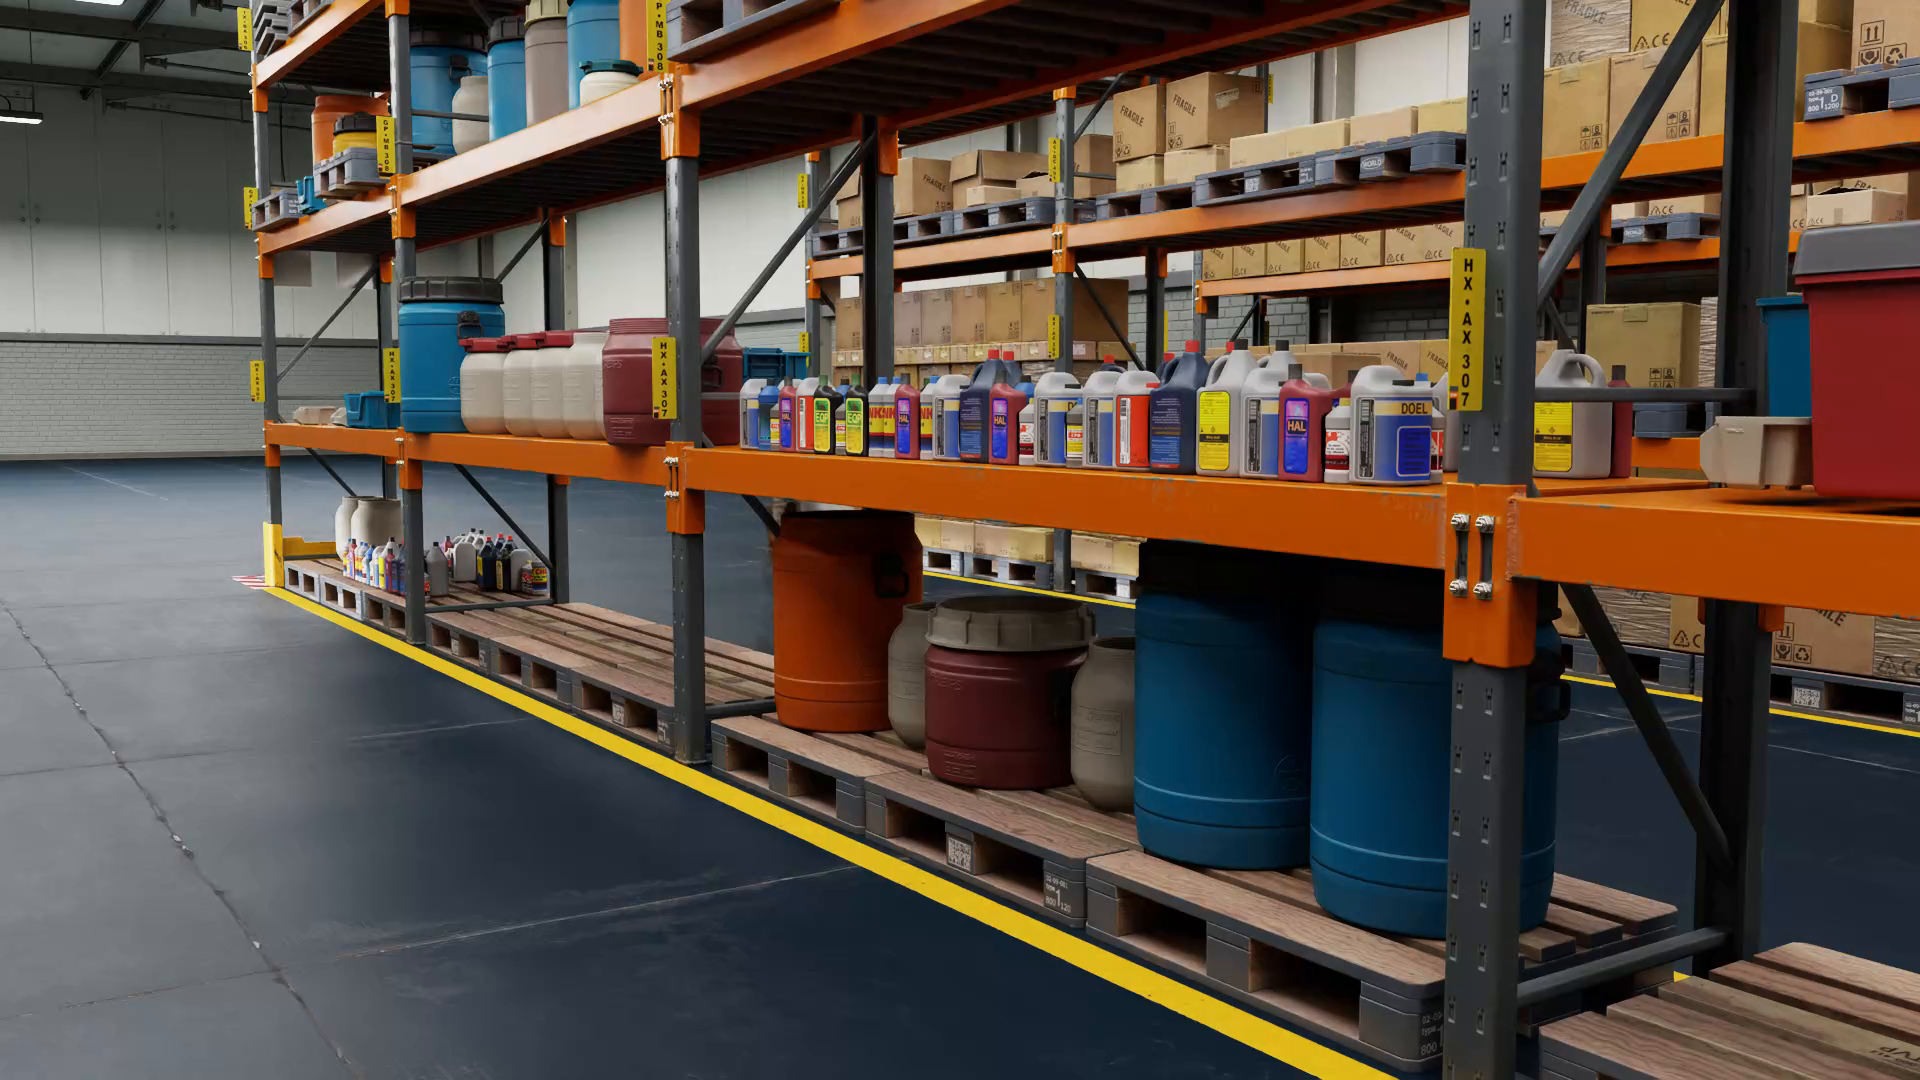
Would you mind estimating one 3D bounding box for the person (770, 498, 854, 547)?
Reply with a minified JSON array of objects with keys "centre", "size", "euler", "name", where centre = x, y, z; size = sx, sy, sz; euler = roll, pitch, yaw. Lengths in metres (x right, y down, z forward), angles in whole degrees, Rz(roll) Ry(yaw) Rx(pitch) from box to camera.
[{"centre":[-0.866,-0.039,9.609],"size":[0.370,1.459,0.634],"euler":[-3,6,-35],"name":"person"}]
